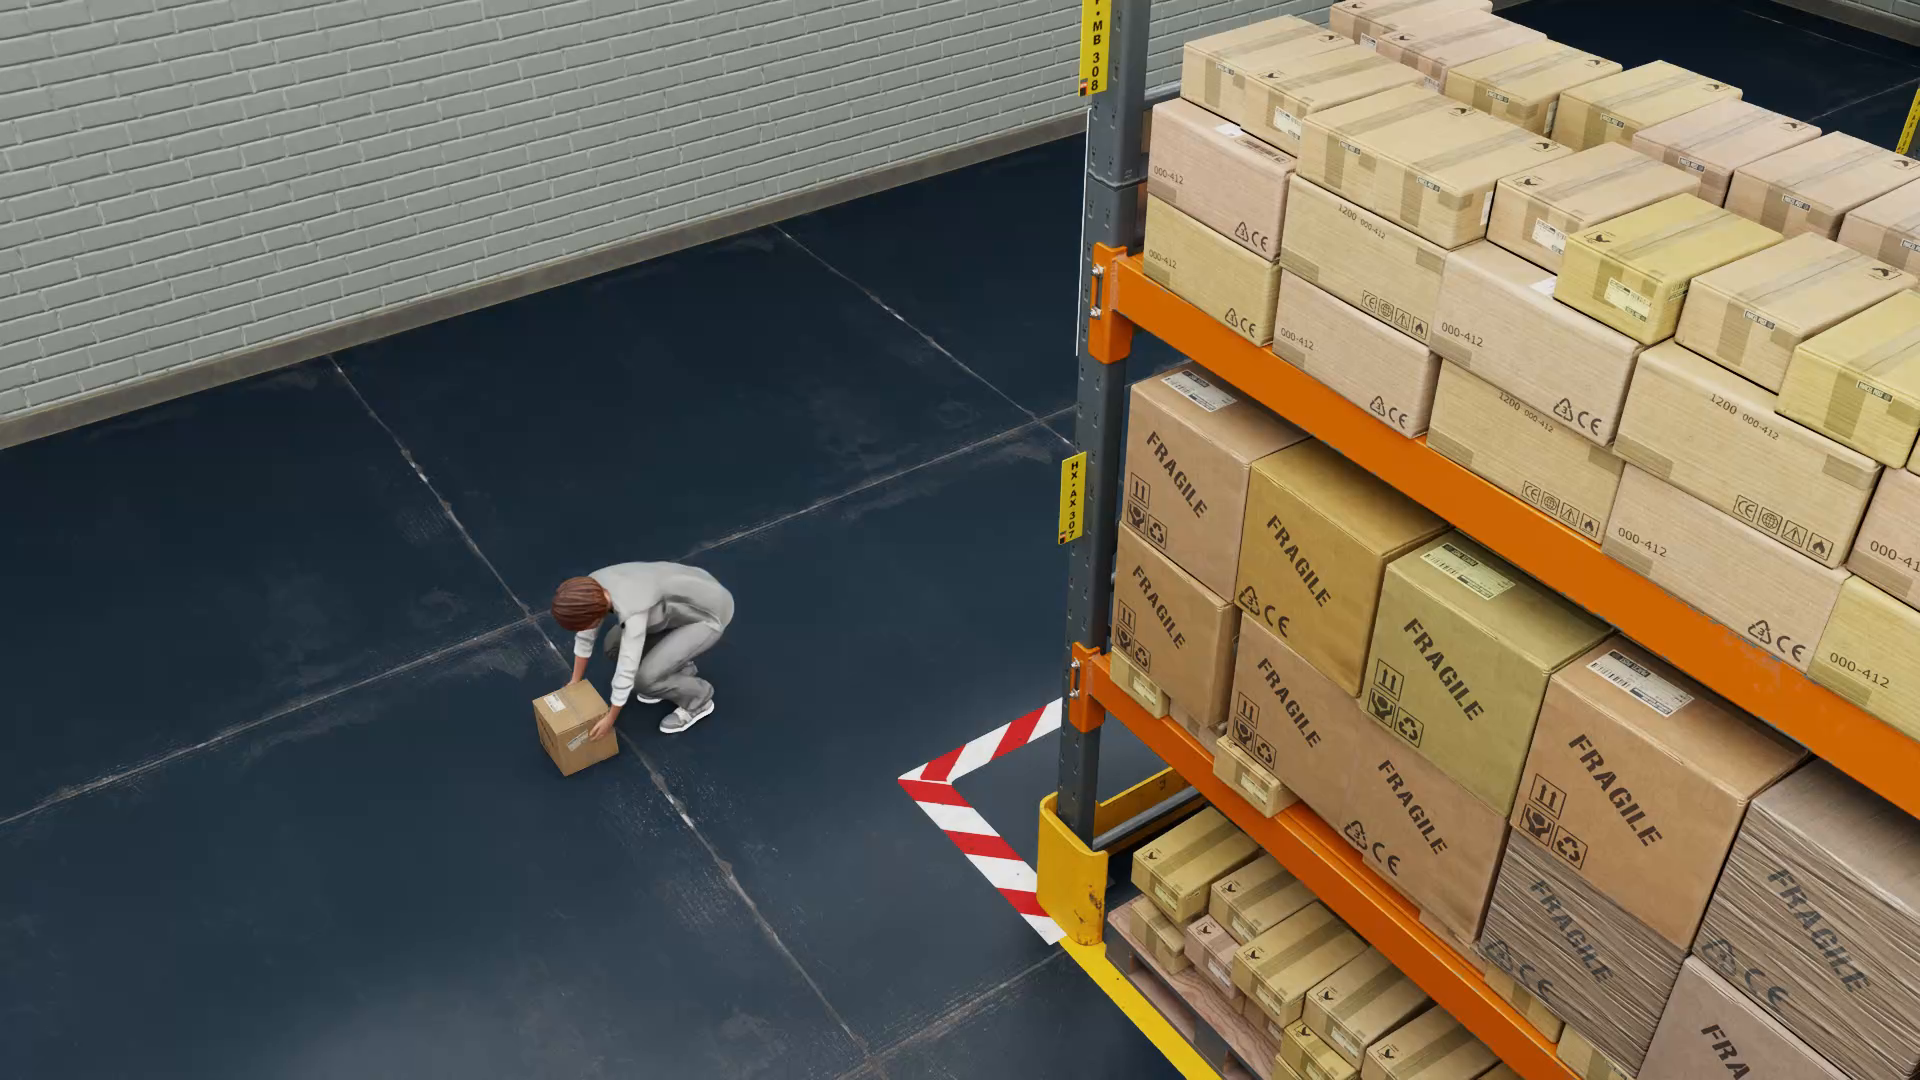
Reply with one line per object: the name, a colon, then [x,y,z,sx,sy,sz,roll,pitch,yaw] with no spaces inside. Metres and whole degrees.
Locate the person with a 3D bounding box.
person: [-1.387,0.422,6.996,0.863,0.936,0.413,-25,44,-29]
